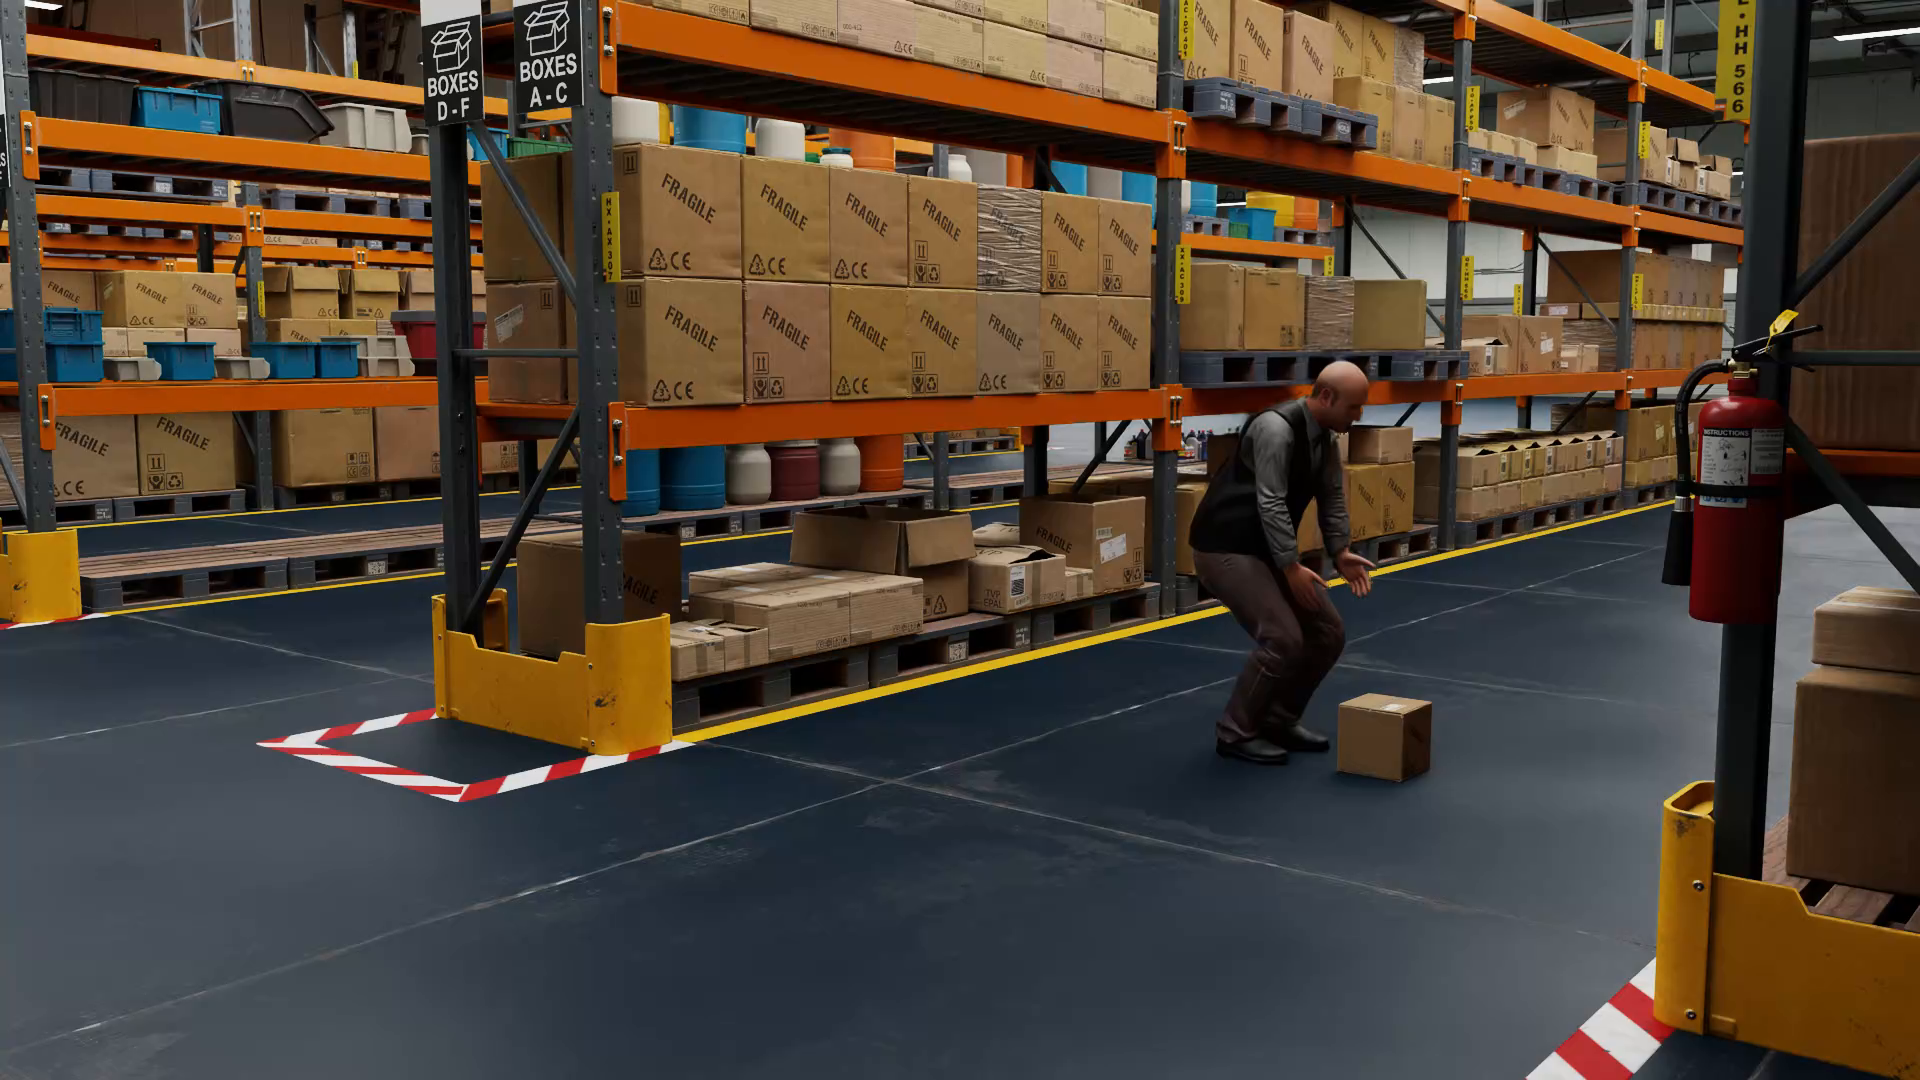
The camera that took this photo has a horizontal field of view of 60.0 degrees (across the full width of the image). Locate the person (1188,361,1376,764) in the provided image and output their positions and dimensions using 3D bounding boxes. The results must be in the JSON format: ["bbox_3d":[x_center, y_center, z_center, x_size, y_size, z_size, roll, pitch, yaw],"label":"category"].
[{"bbox_3d":[1.215,0.071,6.278,0.648,1.488,0.589,5,9,39],"label":"person"}]
